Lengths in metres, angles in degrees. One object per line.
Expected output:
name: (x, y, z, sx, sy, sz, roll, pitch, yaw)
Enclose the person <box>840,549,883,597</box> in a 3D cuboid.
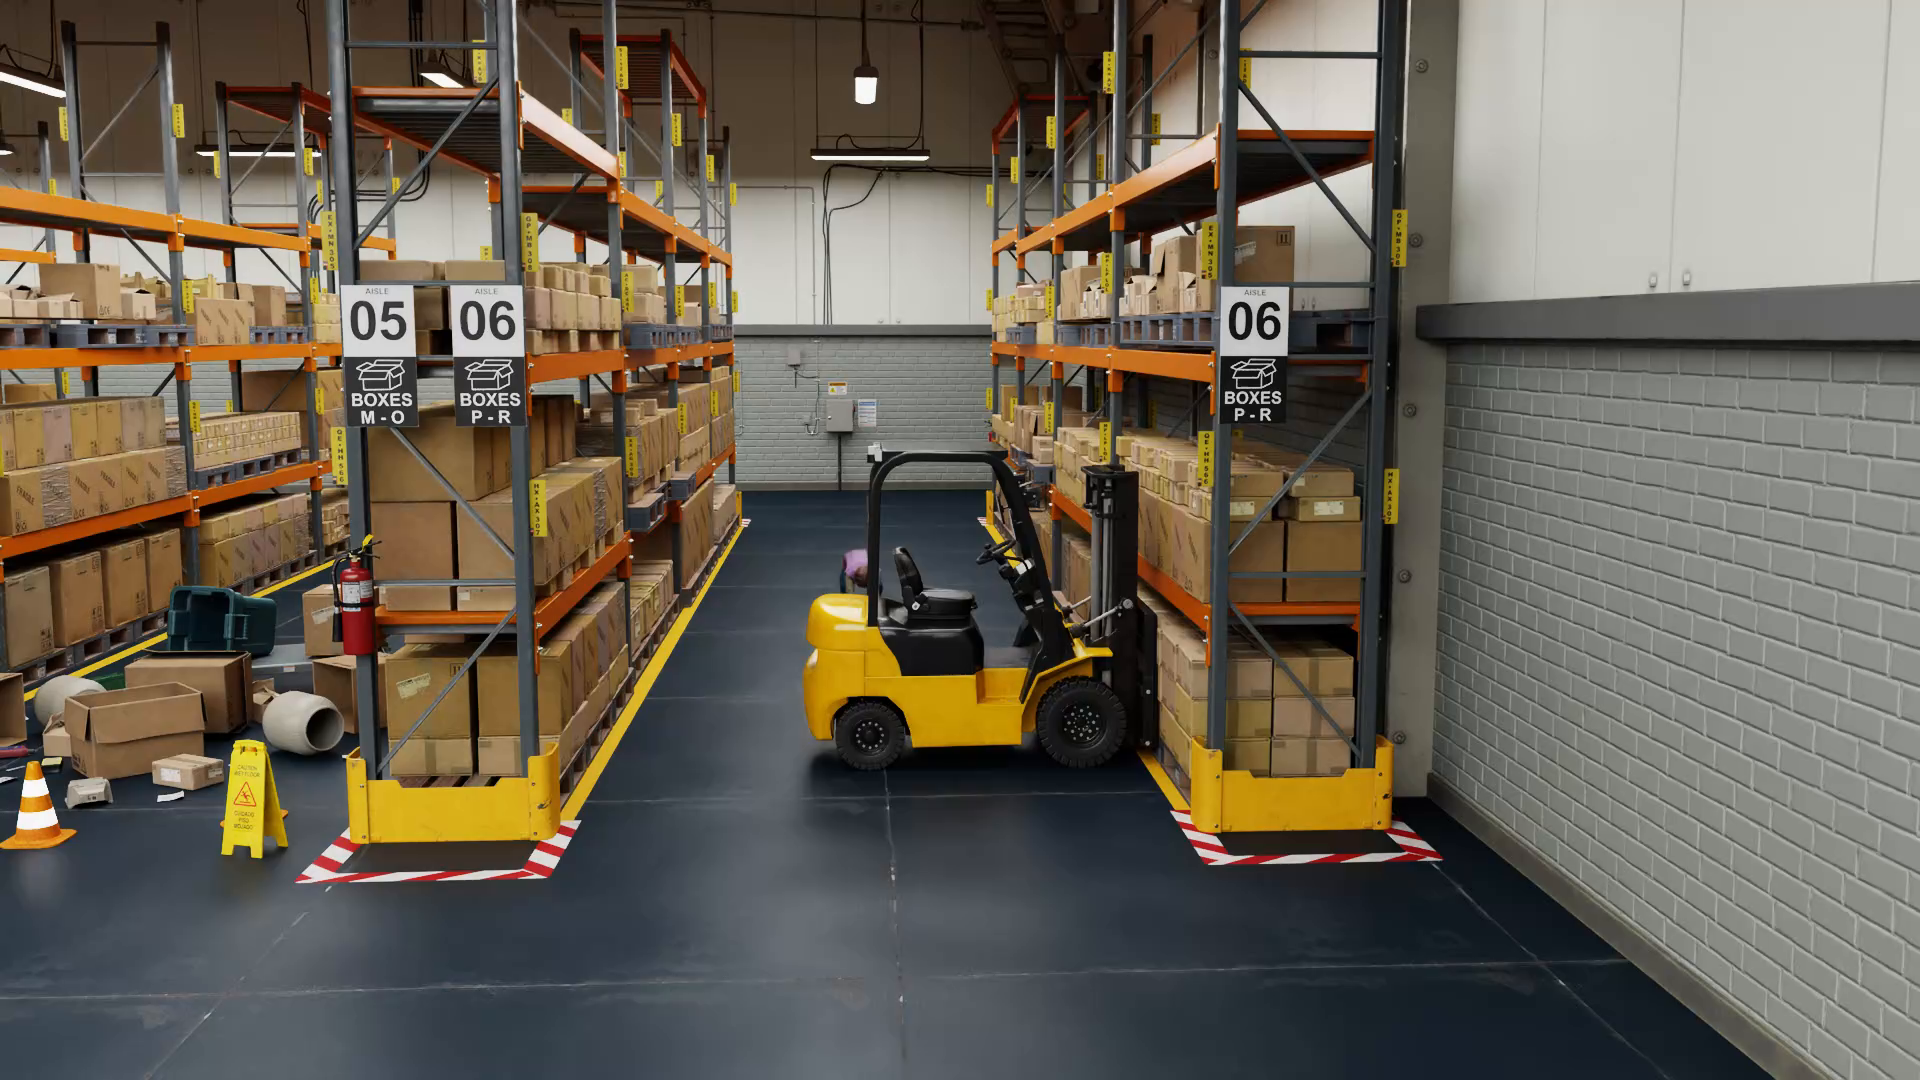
person: (-0.995, 0.500, 16.772, 0.433, 0.778, 0.871, -1, 7, -6)
